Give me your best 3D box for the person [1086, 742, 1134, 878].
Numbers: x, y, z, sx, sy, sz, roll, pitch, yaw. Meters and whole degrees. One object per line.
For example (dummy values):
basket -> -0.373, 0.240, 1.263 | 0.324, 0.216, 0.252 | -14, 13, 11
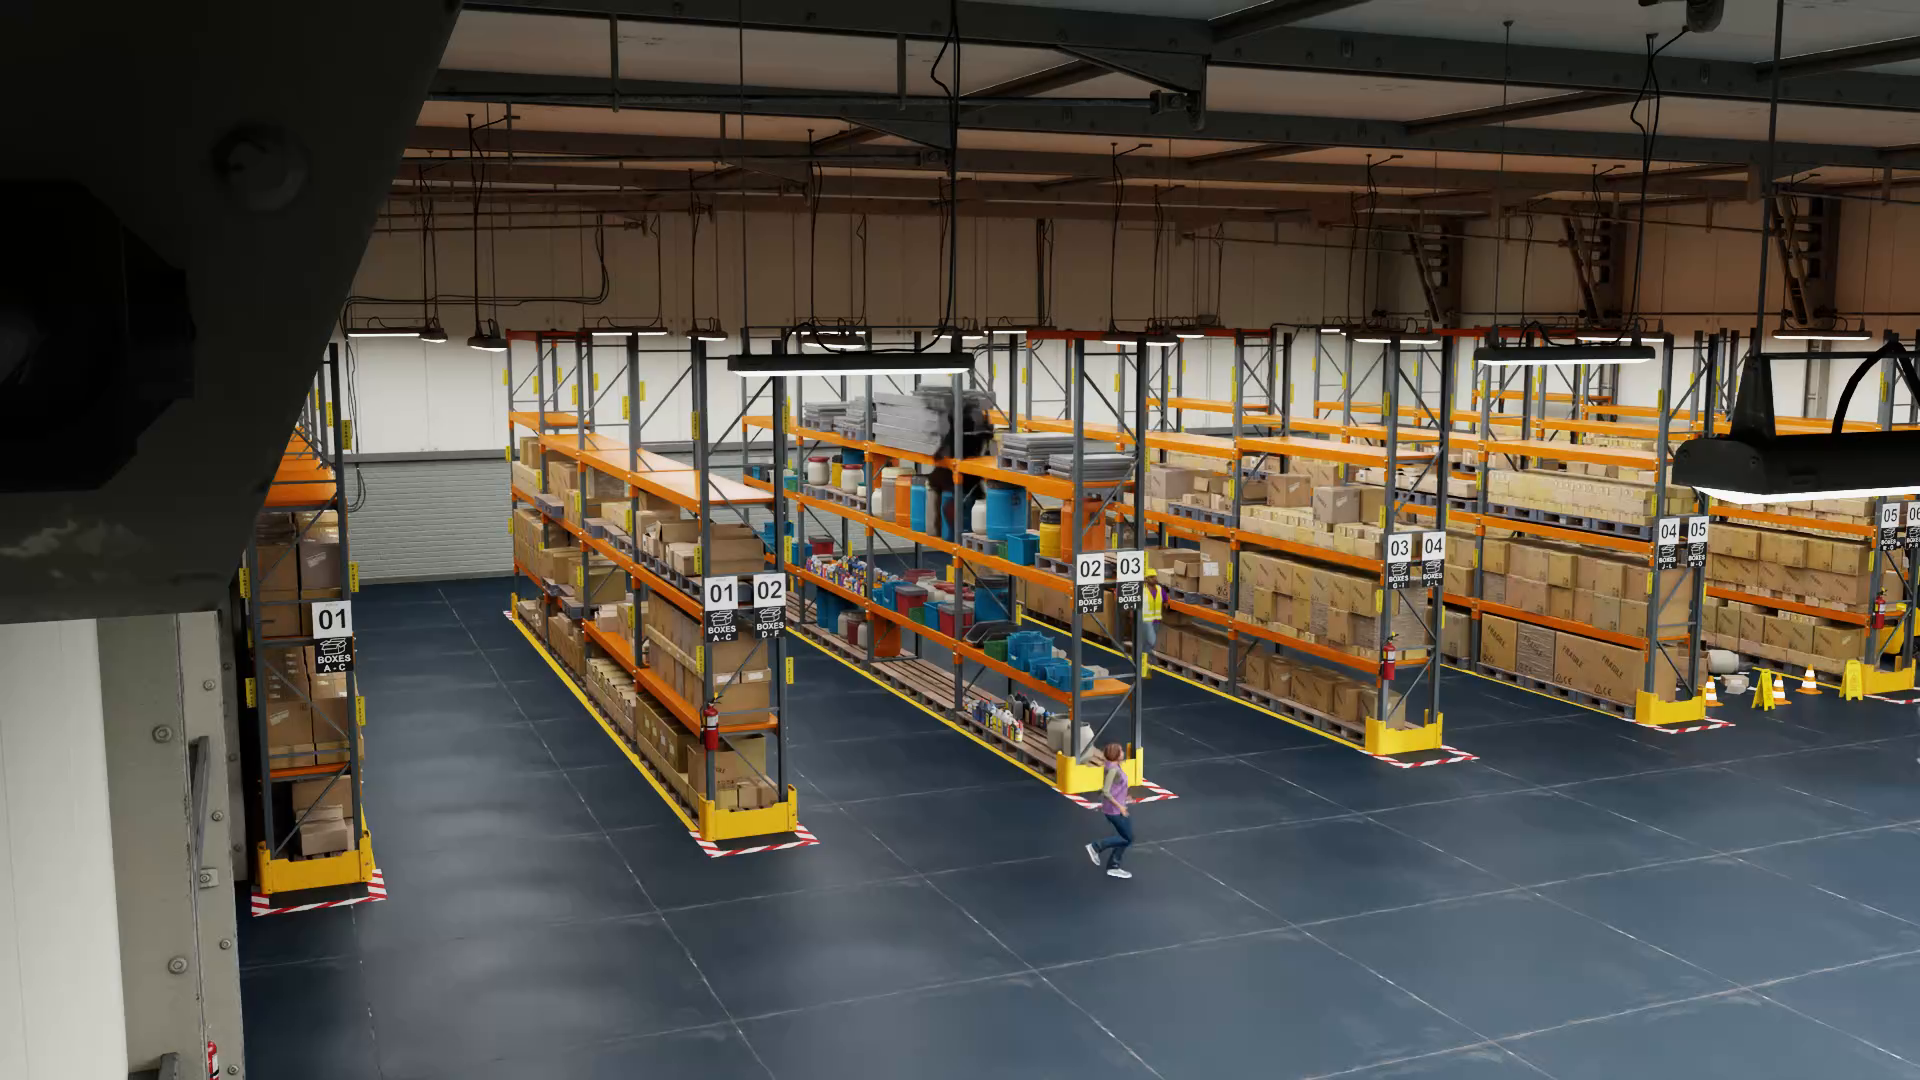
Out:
person -> 1.695, 3.040, 18.728 | 0.544, 1.559, 0.544 | 0, 8, 3

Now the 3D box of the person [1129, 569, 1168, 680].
person -> 3.197, 1.405, 27.878 | 0.670, 1.859, 0.712 | -4, 9, -29
